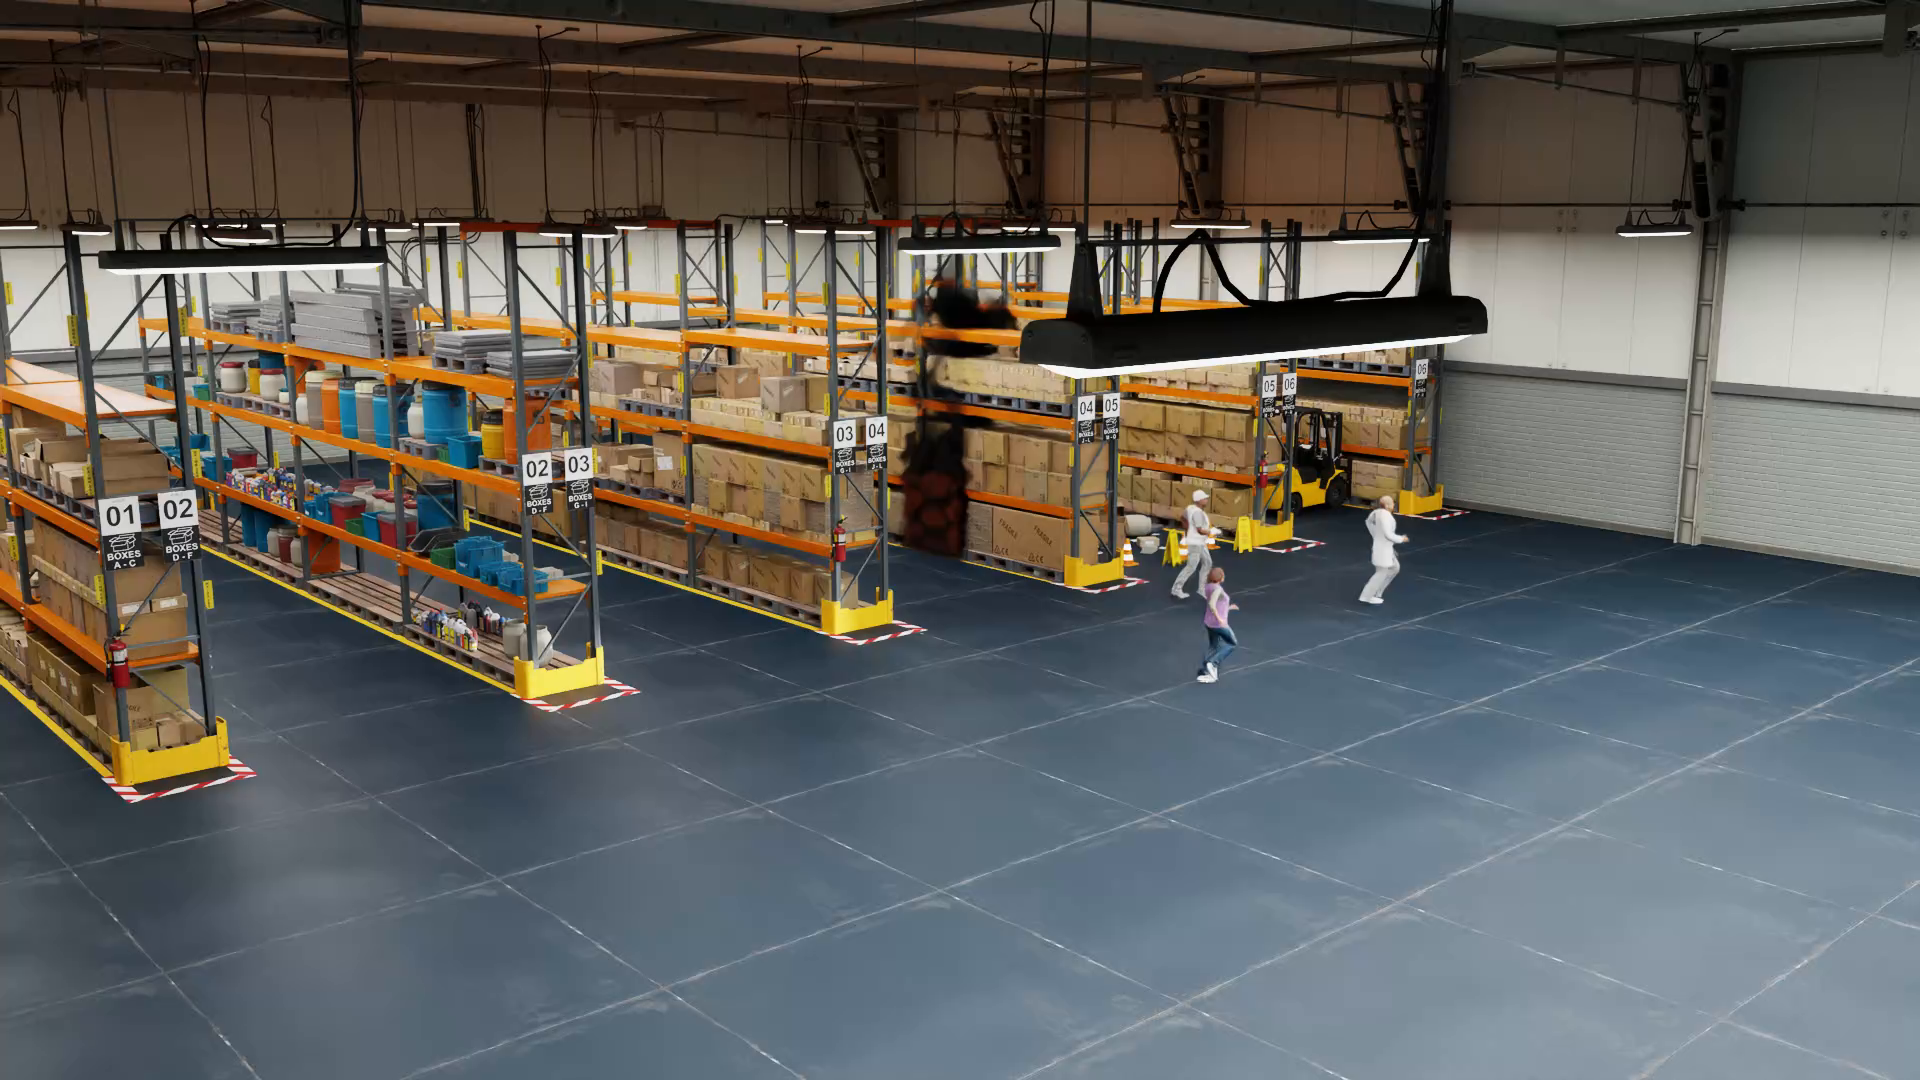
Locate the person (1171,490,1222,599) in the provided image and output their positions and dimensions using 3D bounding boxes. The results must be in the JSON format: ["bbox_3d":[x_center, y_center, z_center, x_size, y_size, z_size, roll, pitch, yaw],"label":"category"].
[{"bbox_3d":[3.819,0.109,26.869,0.788,1.859,0.701,1,11,7],"label":"person"}]

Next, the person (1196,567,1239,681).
[{"bbox_3d":[3.467,1.140,22.261,0.596,1.540,0.515,-4,12,-17],"label":"person"}]

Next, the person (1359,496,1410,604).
[{"bbox_3d":[6.801,0.174,26.616,0.745,1.798,0.732,1,12,7],"label":"person"}]
